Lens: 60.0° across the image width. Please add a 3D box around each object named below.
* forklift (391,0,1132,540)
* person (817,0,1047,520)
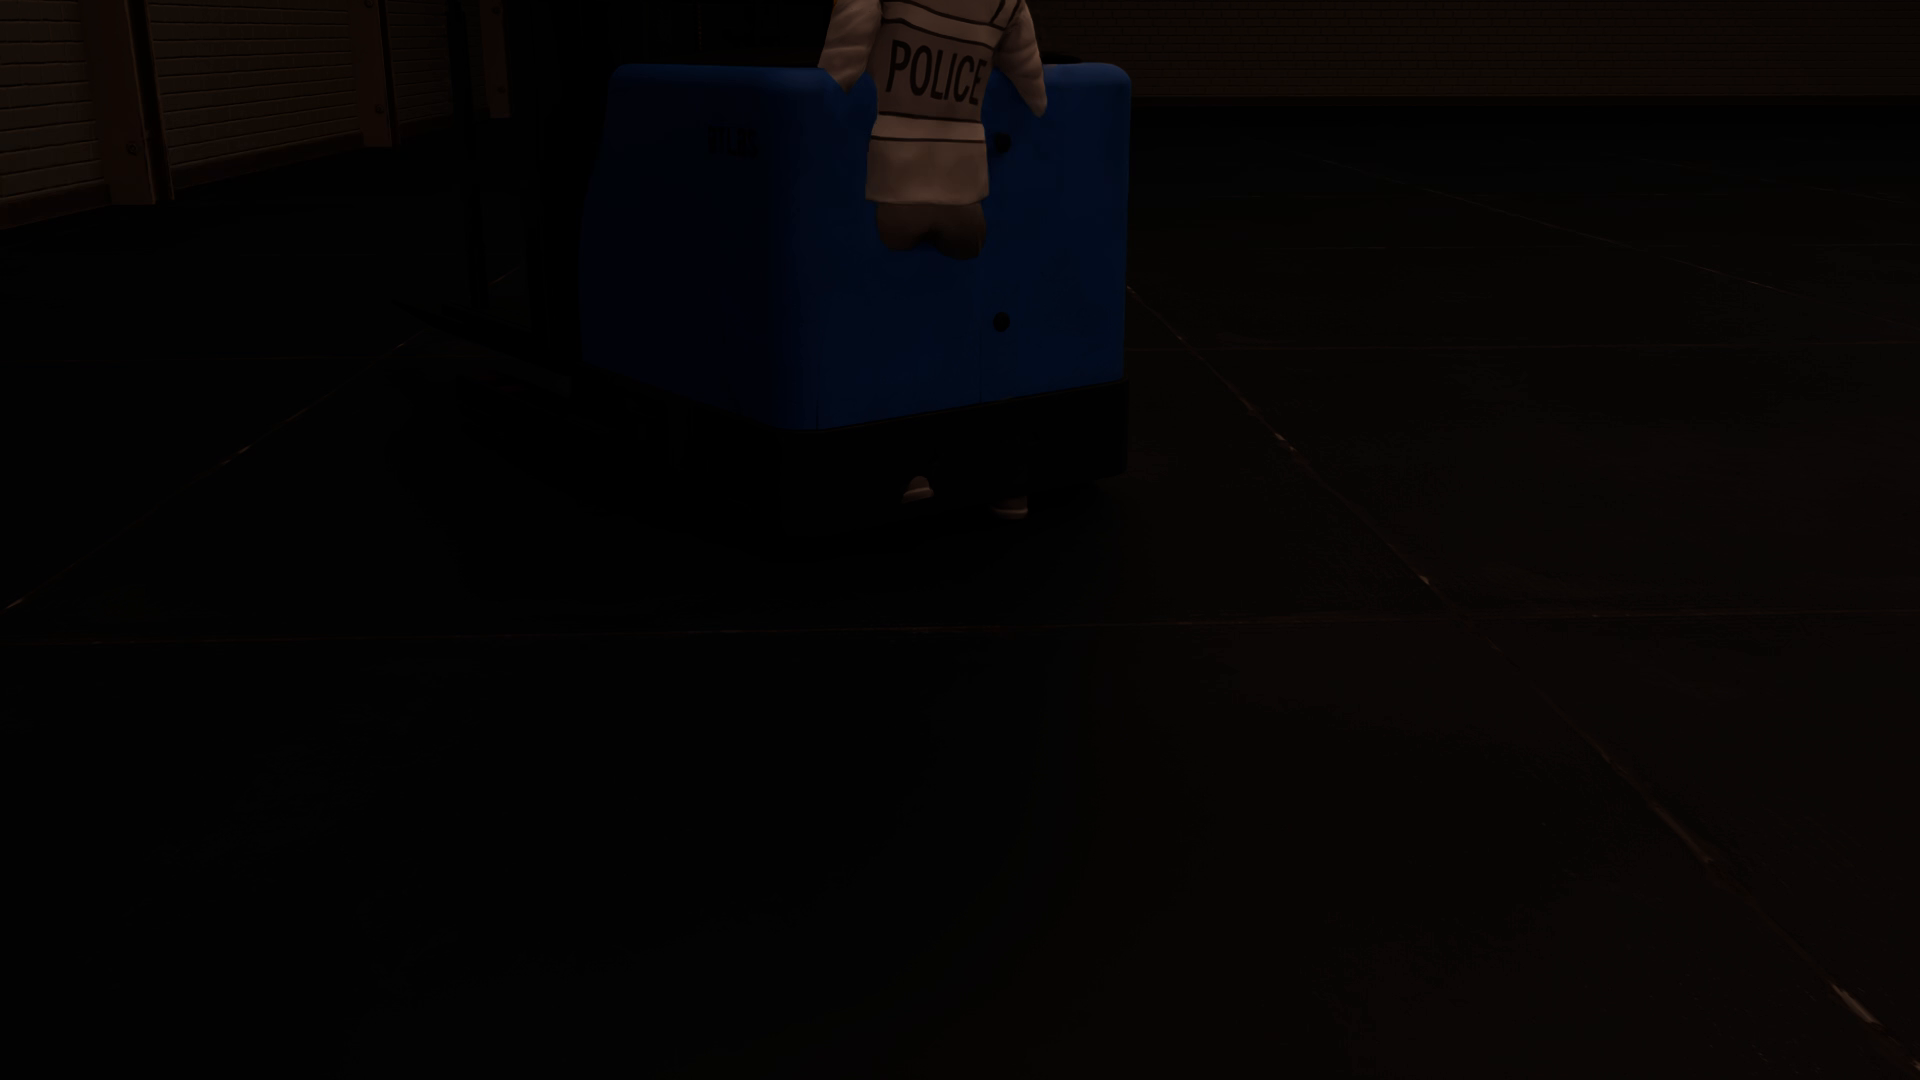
[{"bbox_3d":[-0.867,-1.770,4.693,1.130,2.935,3.031,-13,21,-36],"label":"forklift"},{"bbox_3d":[-0.077,-0.796,3.812,0.740,1.582,0.432,-10,19,-29],"label":"person"}]
